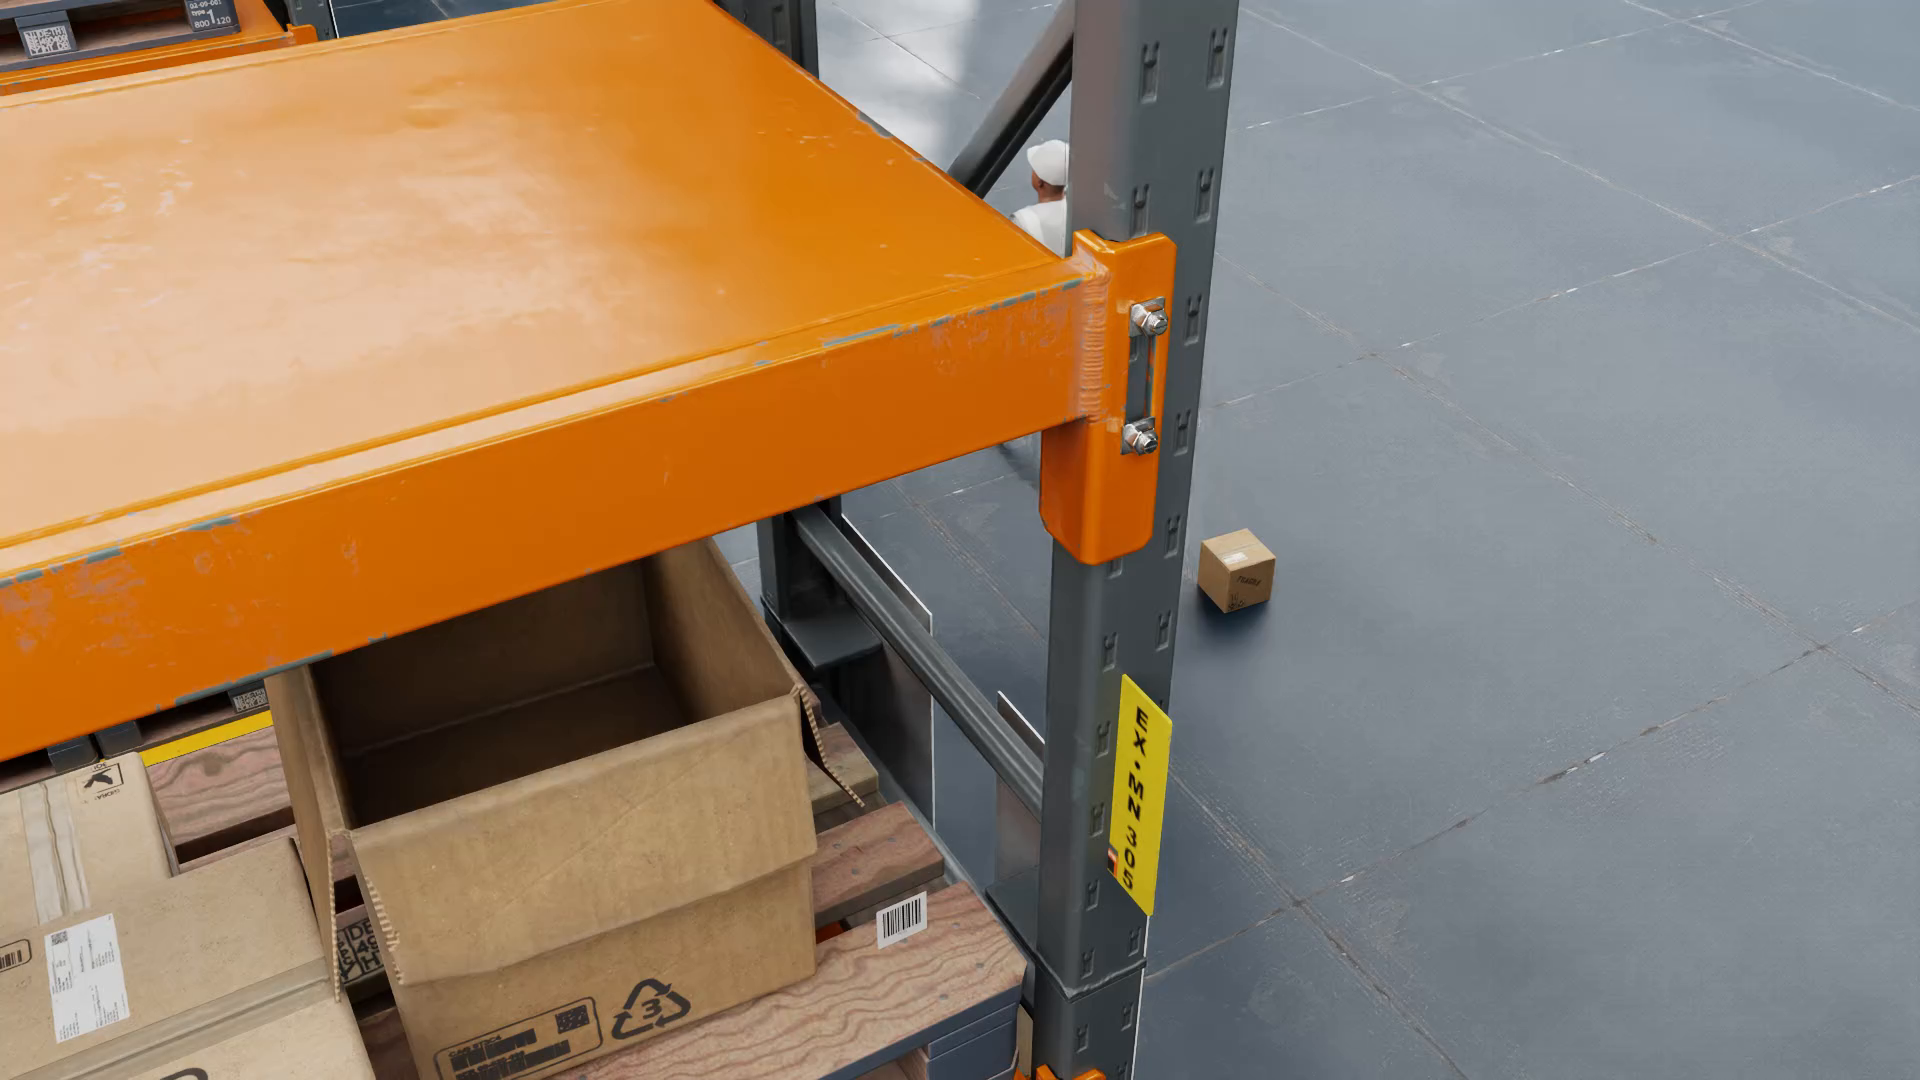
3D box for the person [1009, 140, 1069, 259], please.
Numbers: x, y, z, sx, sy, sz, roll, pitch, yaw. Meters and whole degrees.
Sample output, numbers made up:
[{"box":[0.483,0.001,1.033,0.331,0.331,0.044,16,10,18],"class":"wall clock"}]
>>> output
[{"box":[0.415,-1.180,8.209,0.541,1.729,1.057,-14,39,-18],"class":"person"}]
